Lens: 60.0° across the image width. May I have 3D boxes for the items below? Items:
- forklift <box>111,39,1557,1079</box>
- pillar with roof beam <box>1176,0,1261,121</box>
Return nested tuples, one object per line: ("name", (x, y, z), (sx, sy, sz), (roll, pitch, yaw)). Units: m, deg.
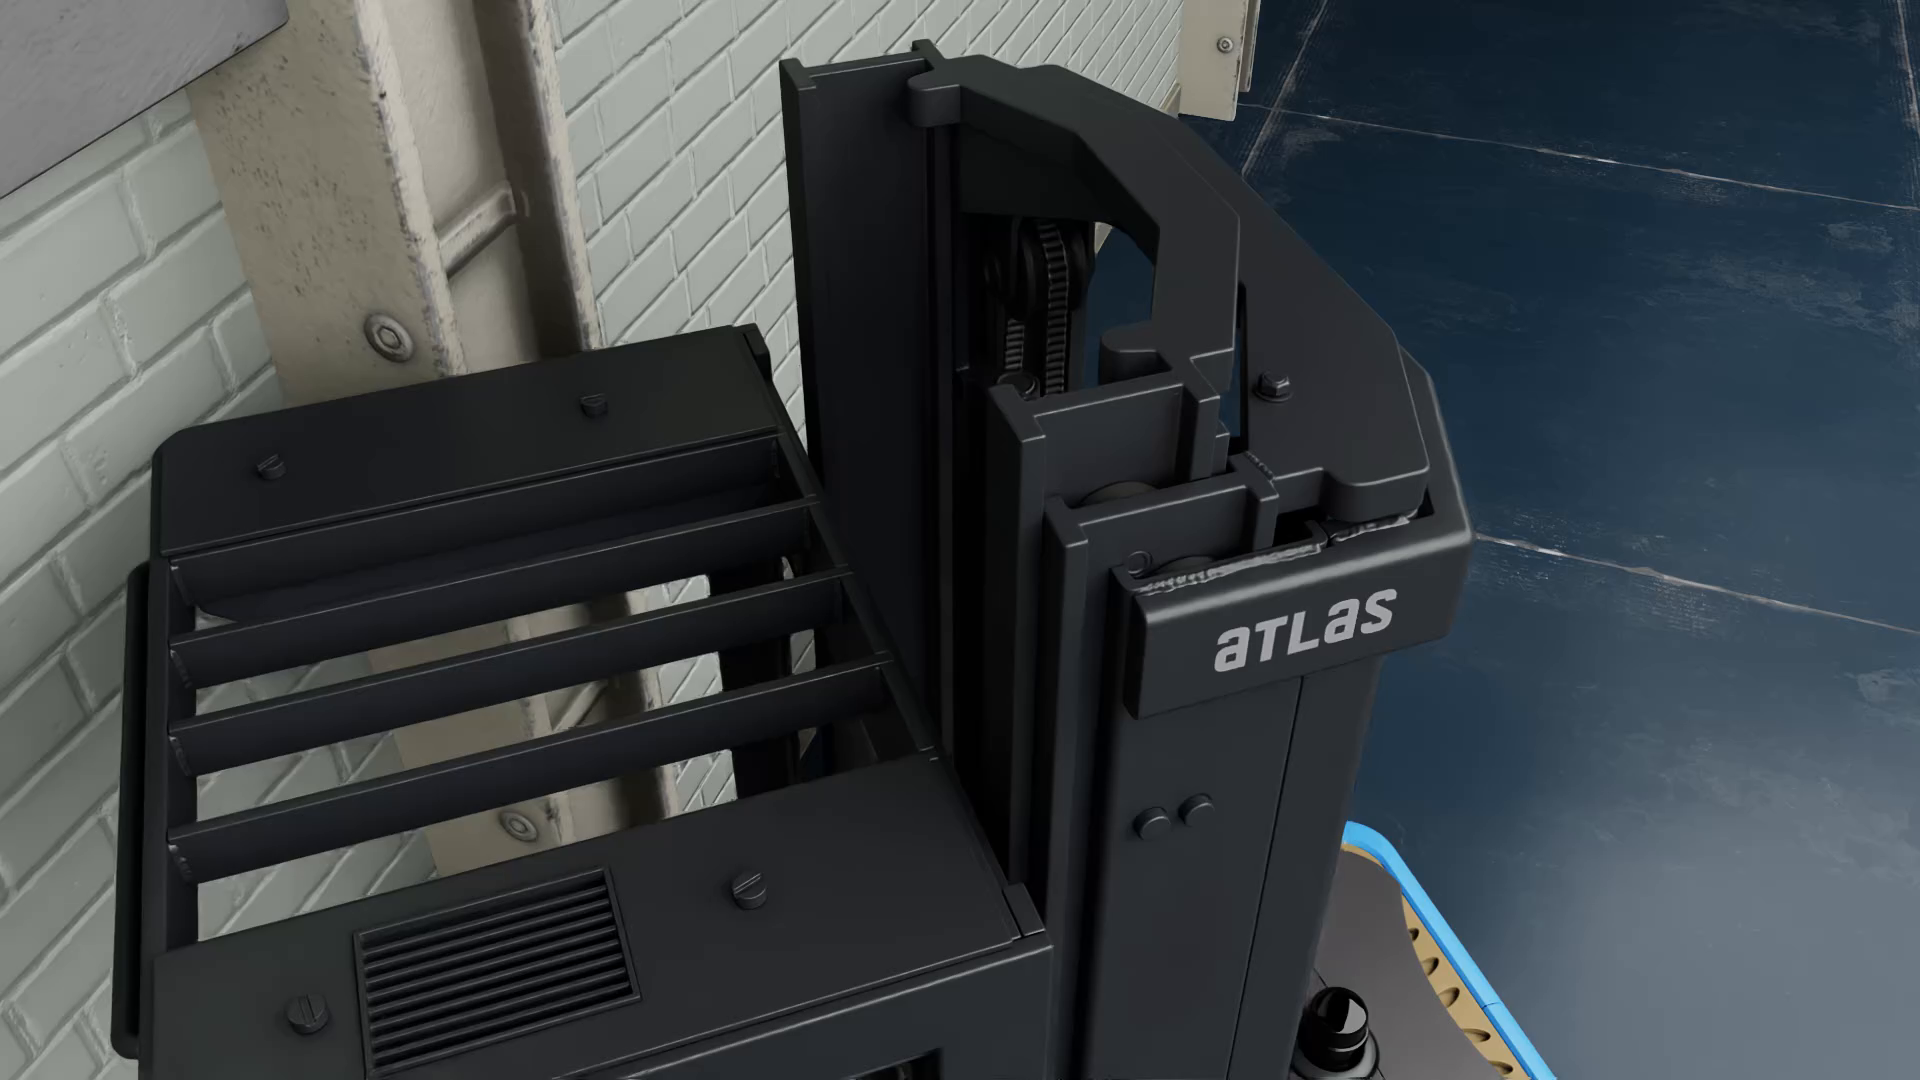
("forklift", (-0.389, 0.880, 2.460), (3.031, 2.935, 1.130), (-13, 42, -15))
("pillar with roof beam", (5.306, -4.677, 4.299), (9.100, 9.000, 0.400), (13, 42, 15))
